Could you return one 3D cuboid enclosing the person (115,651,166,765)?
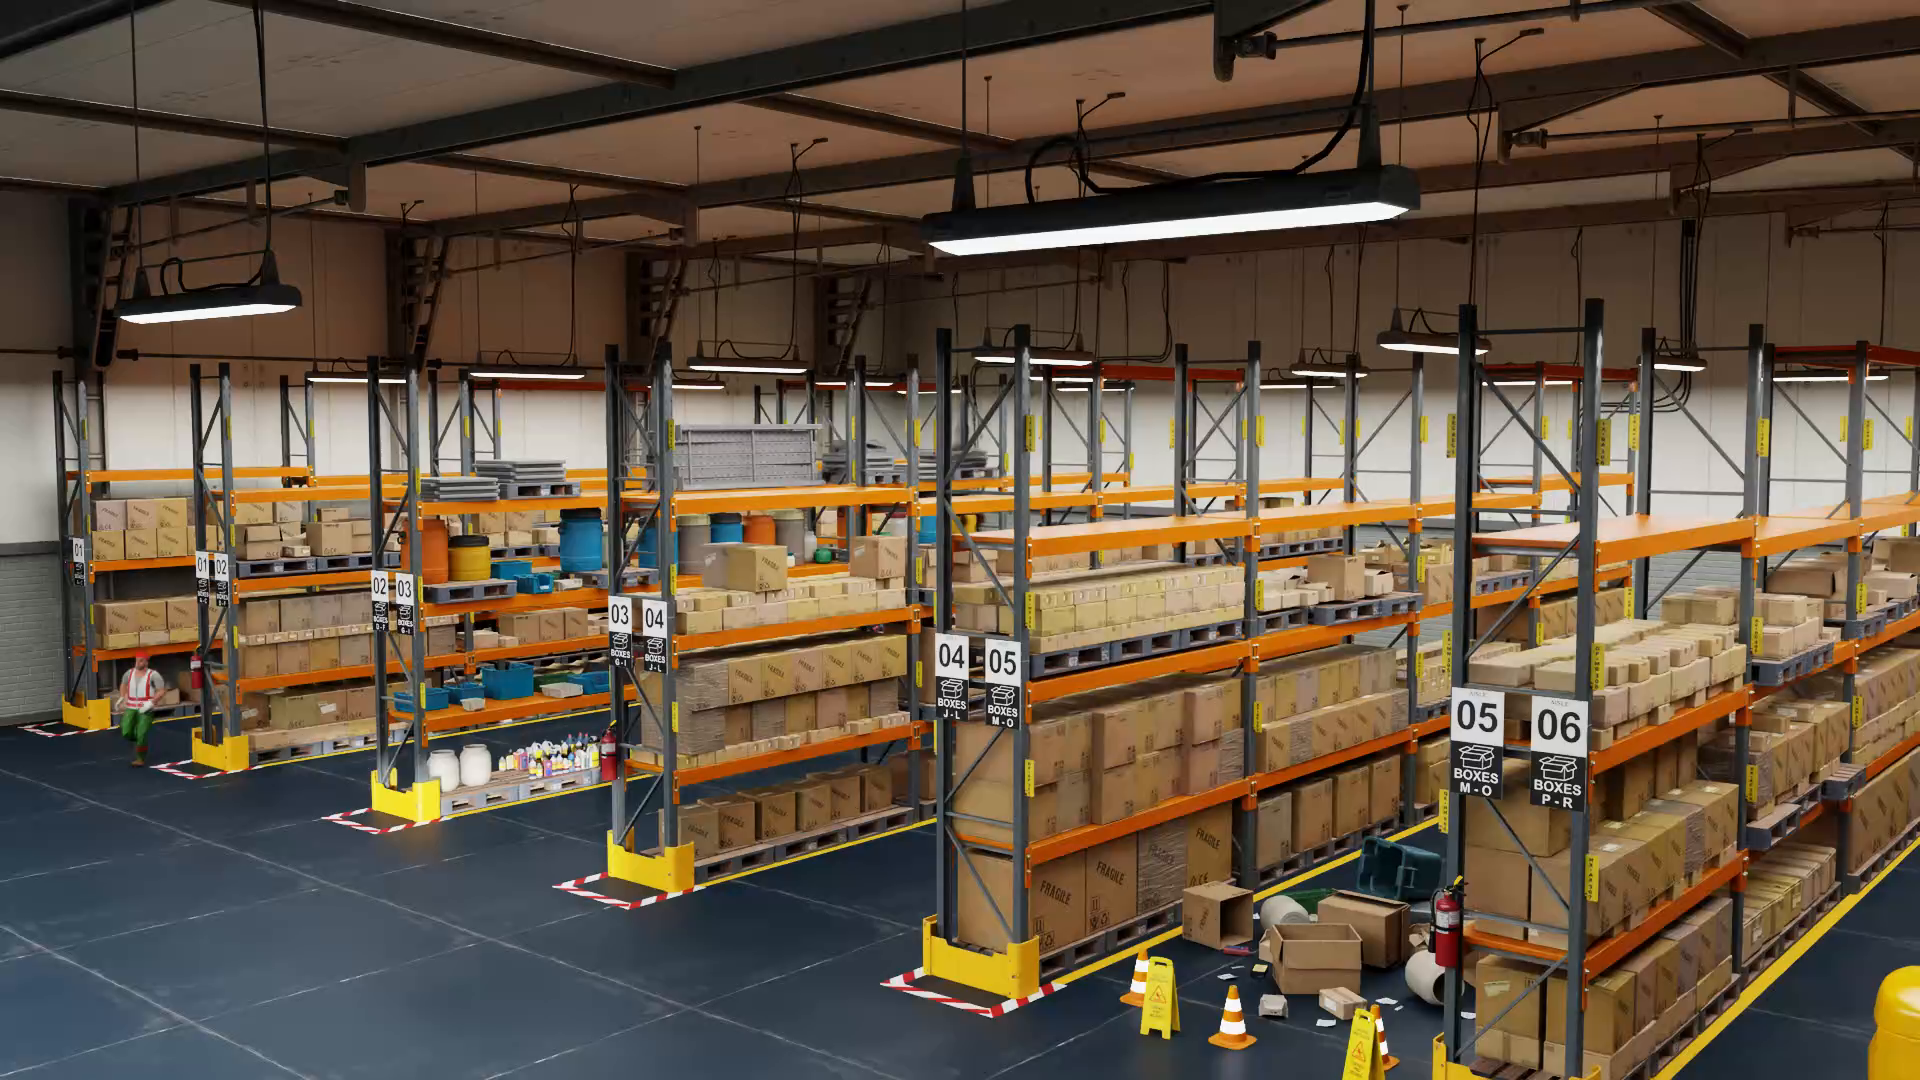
[{"bbox_3d":[-12.241,2.518,24.861,0.723,1.735,0.559,0,4,-3],"label":"person"}]
